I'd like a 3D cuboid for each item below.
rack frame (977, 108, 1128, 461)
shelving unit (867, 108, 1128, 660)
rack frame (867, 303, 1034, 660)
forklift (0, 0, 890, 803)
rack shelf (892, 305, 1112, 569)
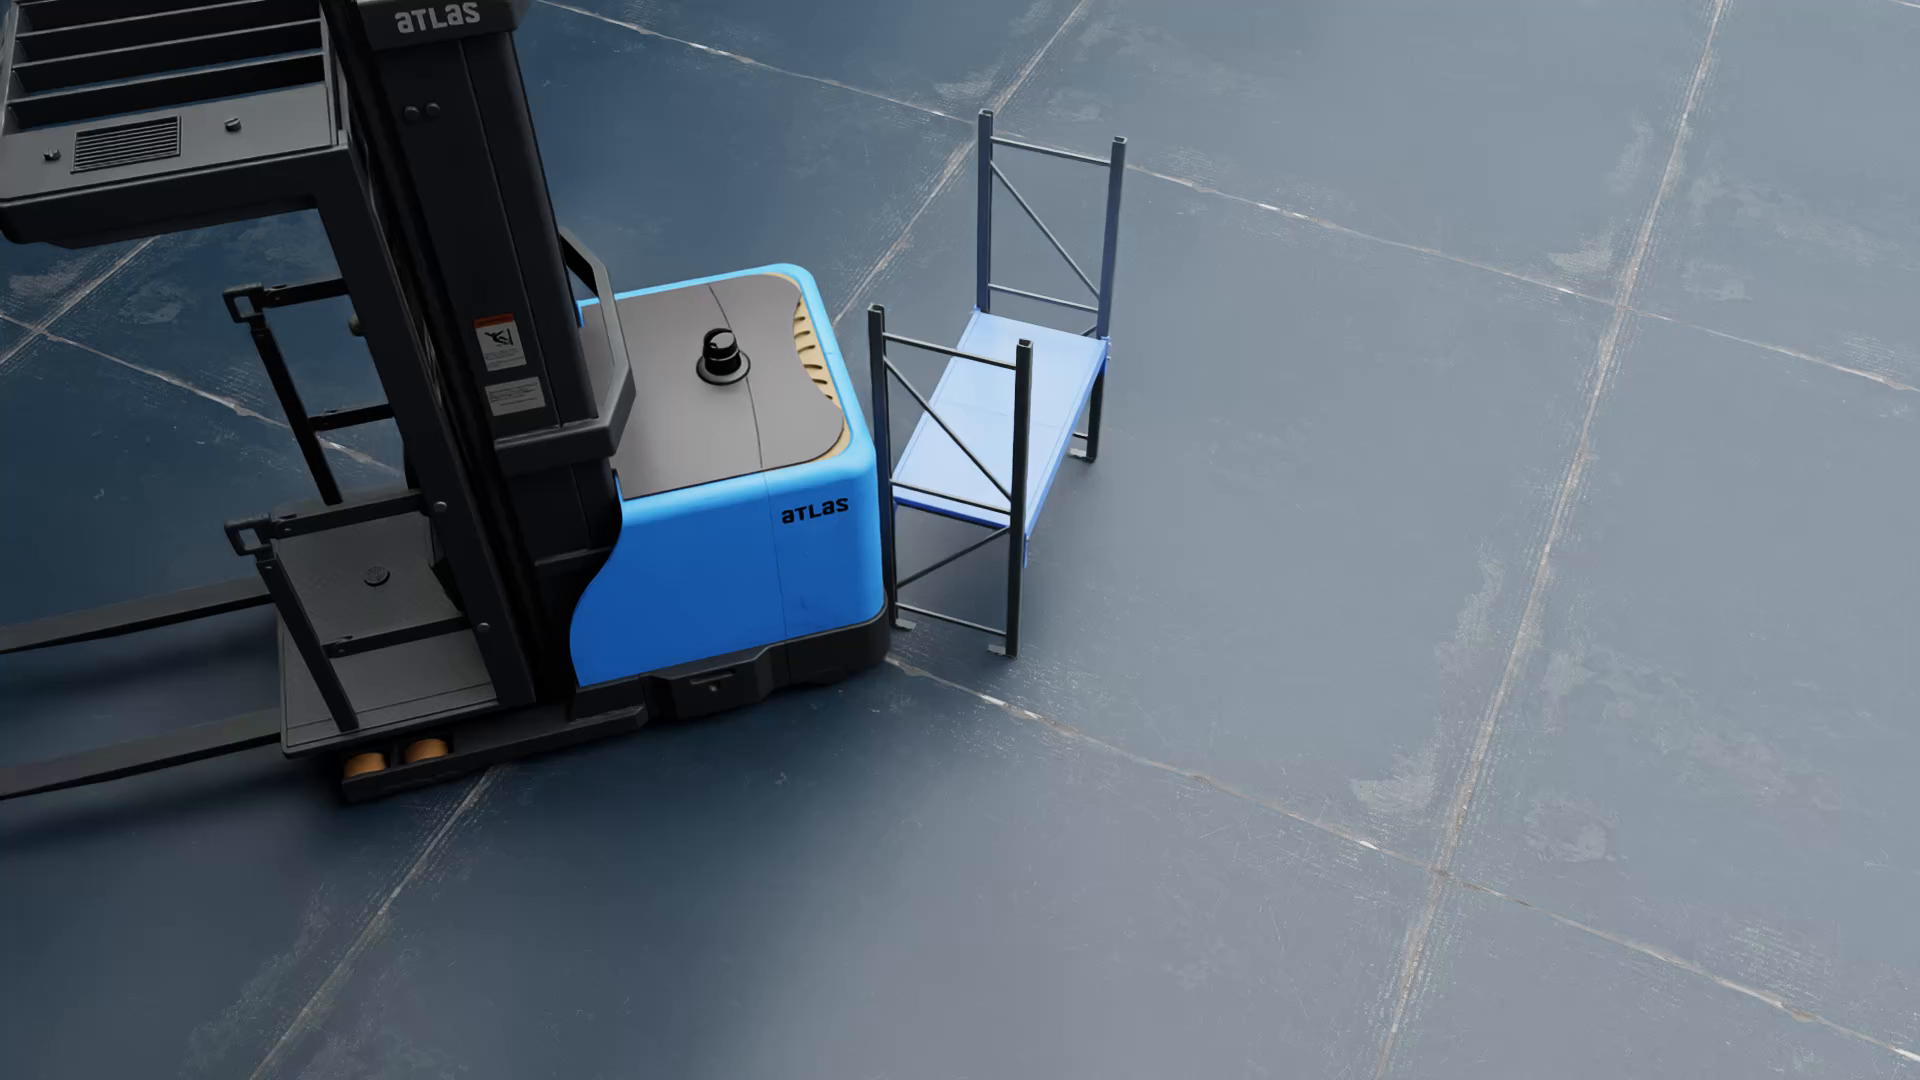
[{"bbox_3d":[0.302,-0.867,6.003,0.500,1.500,0.032,15,51,12],"label":"rack frame"},{"bbox_3d":[0.136,-0.501,5.692,0.538,1.500,1.048,15,51,12],"label":"shelving unit"},{"bbox_3d":[-0.030,-0.135,5.380,0.500,1.500,0.032,15,51,12],"label":"rack frame"},{"bbox_3d":[-1.821,-0.544,4.788,3.031,2.935,1.130,-13,51,-11],"label":"forklift"},{"bbox_3d":[0.136,-0.385,5.829,0.538,0.185,1.000,15,51,12],"label":"rack shelf"}]
